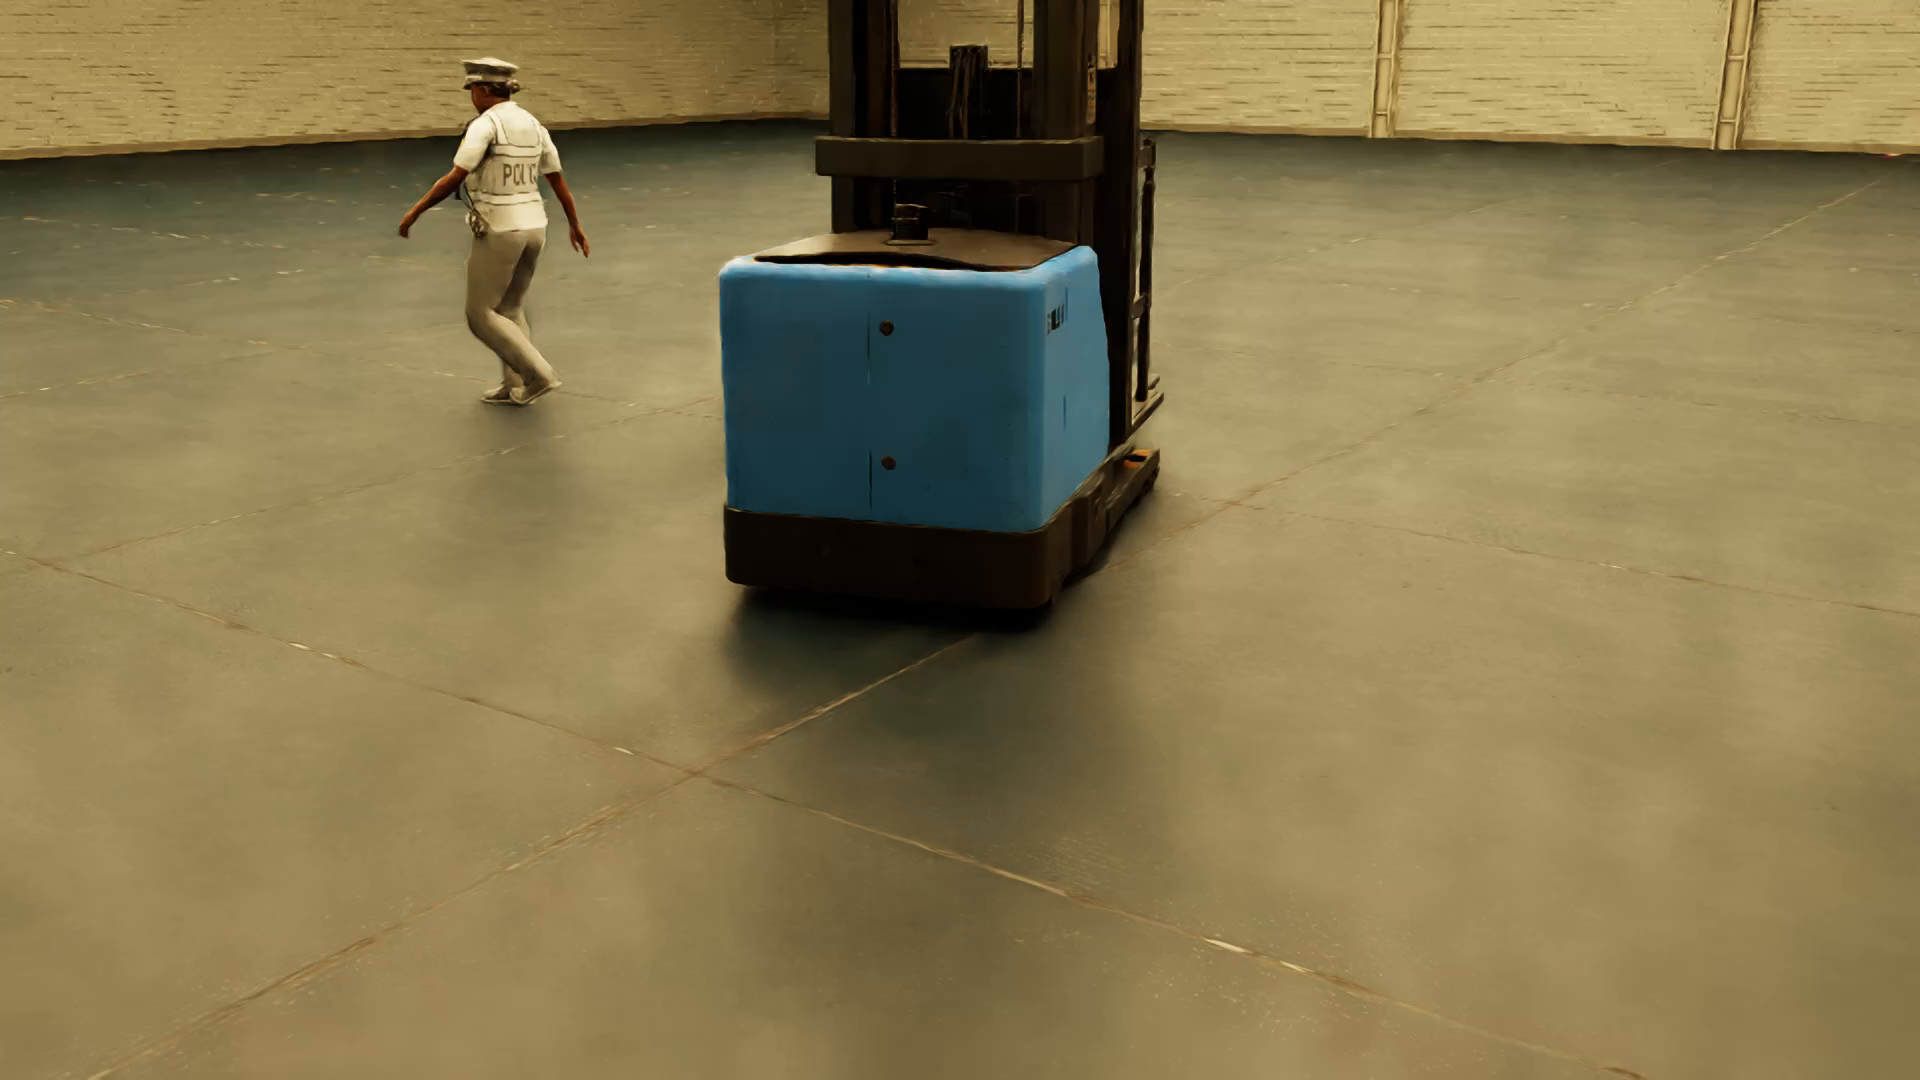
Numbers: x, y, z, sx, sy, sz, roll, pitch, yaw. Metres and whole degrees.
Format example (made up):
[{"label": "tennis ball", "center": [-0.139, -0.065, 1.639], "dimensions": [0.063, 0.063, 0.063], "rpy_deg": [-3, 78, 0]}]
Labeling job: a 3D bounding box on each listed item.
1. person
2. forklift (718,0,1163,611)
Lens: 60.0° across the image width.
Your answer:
[{"label": "person", "center": [-2.151, -1.430, 7.880], "dimensions": [0.647, 1.645, 0.779], "rpy_deg": [7, 18, 22]}, {"label": "forklift", "center": [0.165, -1.574, 6.096], "dimensions": [1.130, 2.935, 3.031], "rpy_deg": [5, 17, 16]}]
